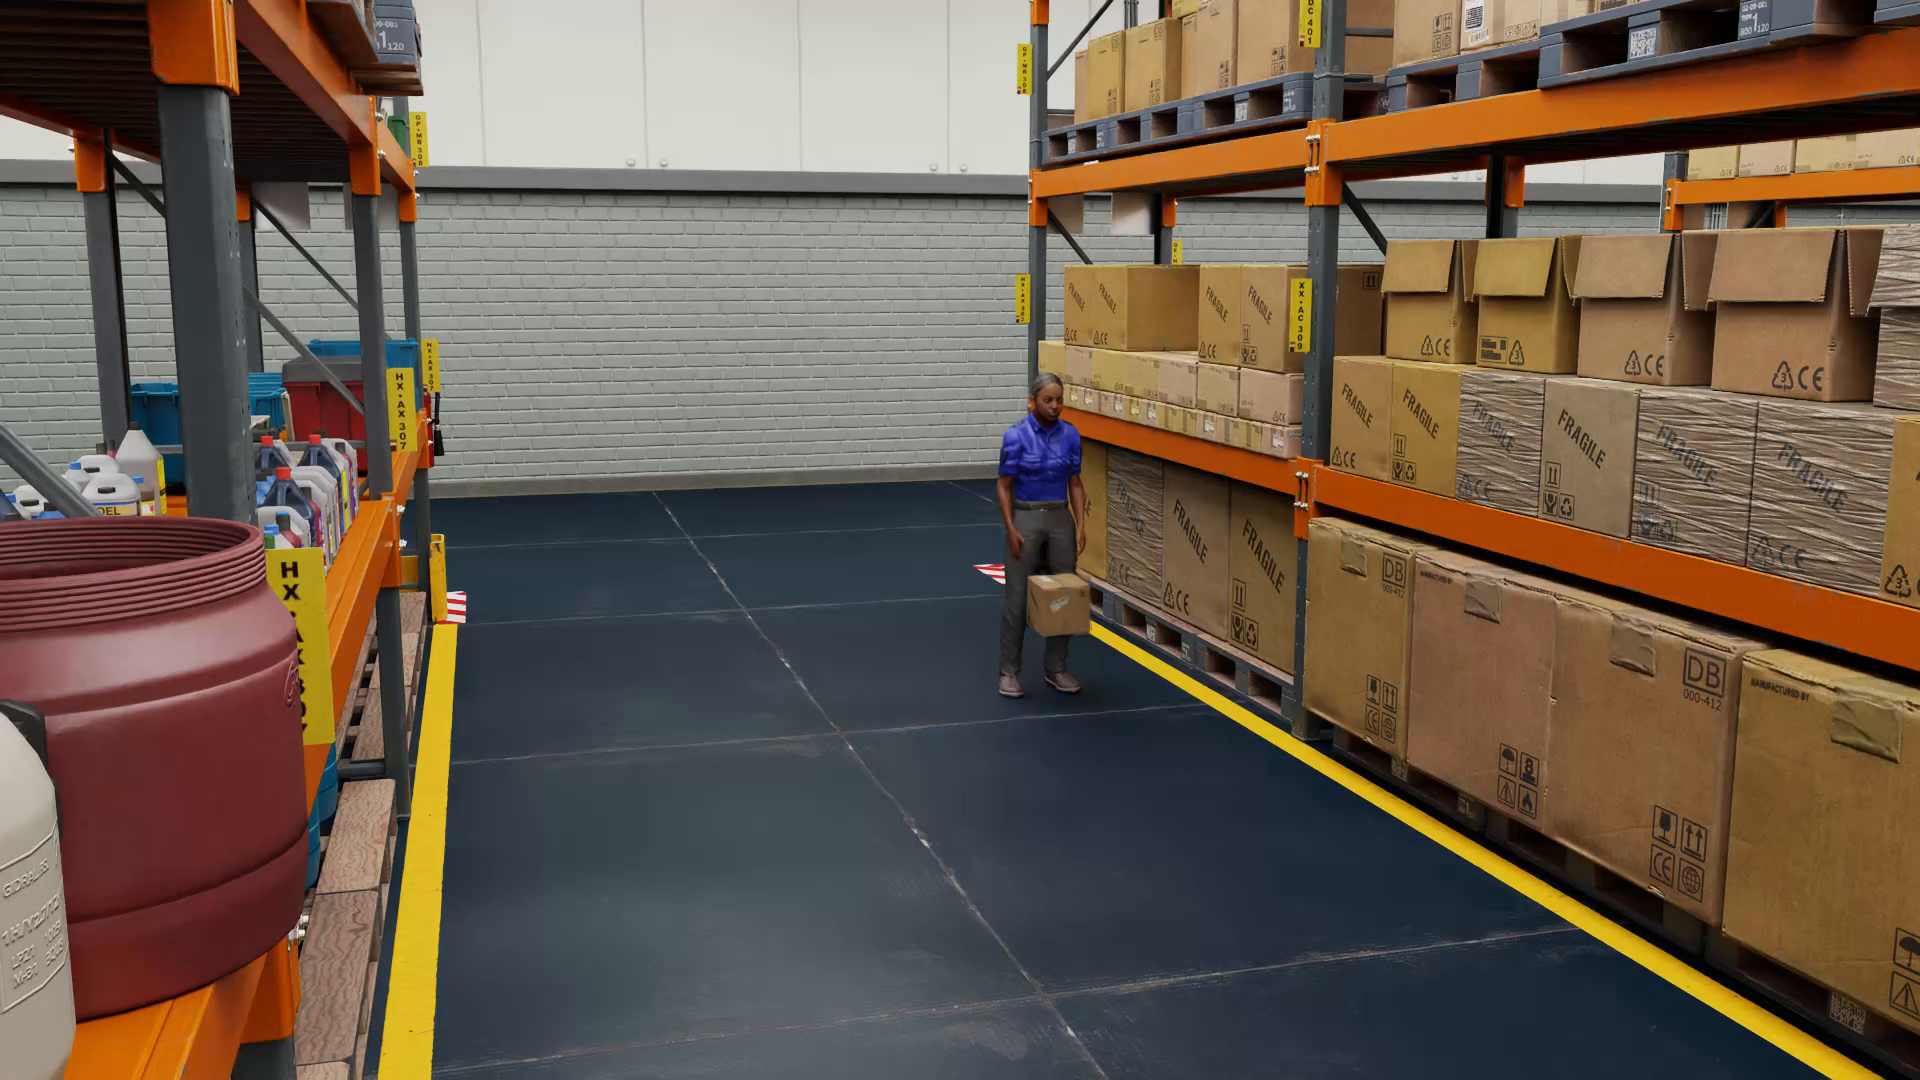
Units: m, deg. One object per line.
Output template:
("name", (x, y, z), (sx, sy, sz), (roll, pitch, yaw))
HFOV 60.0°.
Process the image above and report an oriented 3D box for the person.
("person", (0.418, -0.038, 8.608), (0.494, 1.659, 0.345), (-3, 10, -17))
